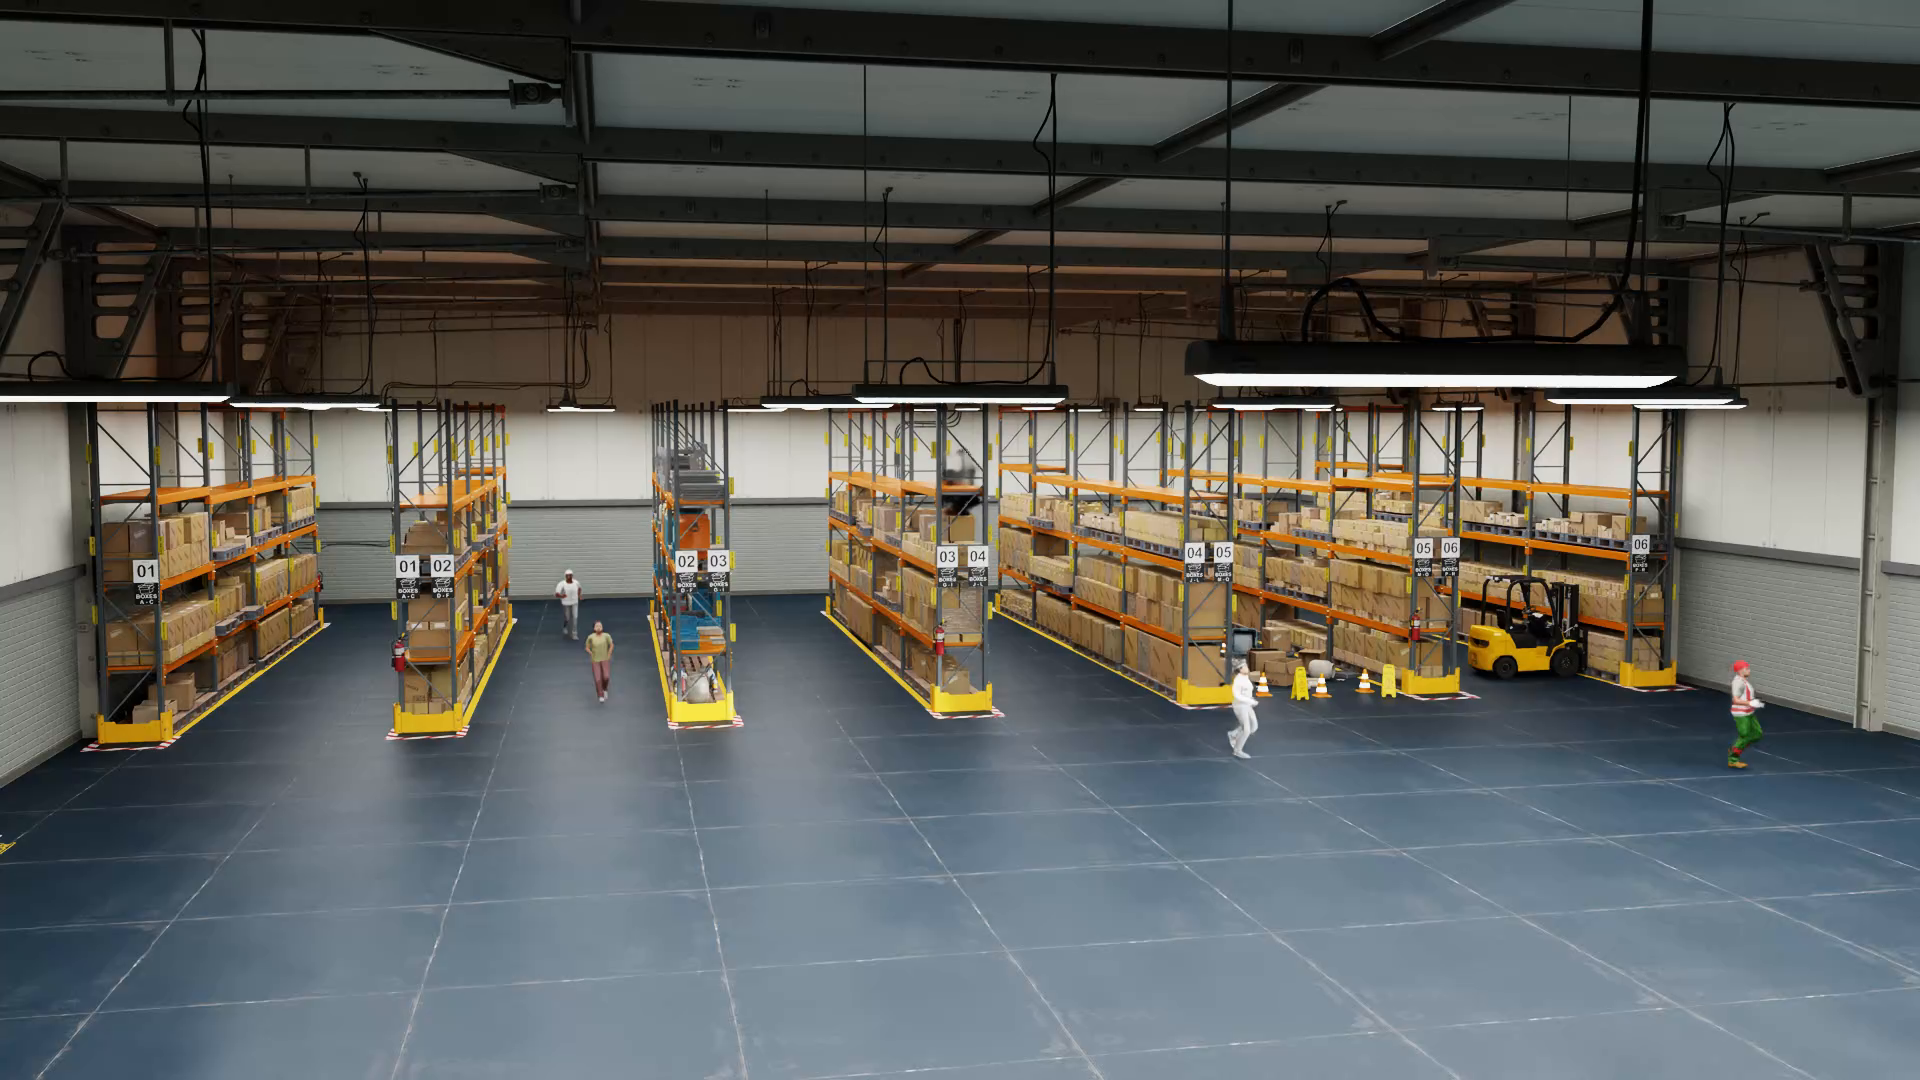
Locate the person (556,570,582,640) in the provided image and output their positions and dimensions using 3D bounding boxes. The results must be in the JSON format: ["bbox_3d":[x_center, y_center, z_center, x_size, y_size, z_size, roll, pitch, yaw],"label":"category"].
[{"bbox_3d":[-9.947,1.634,42.368,0.702,1.765,0.971,-2,5,-27],"label":"person"}]

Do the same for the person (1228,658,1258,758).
[{"bbox_3d":[4.747,2.802,27.814,0.538,1.666,0.658,2,5,26],"label":"person"}]

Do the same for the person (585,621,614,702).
[{"bbox_3d":[-7.152,2.412,33.038,0.556,1.626,0.520,-1,4,-14],"label":"person"}]

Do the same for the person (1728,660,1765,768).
[{"bbox_3d":[12.713,2.813,26.857,0.581,1.741,0.643,3,5,37],"label":"person"}]

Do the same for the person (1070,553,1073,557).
[{"bbox_3d":[3.456,1.150,50.358,0.654,1.585,0.546,0,4,-5],"label":"person"}]
